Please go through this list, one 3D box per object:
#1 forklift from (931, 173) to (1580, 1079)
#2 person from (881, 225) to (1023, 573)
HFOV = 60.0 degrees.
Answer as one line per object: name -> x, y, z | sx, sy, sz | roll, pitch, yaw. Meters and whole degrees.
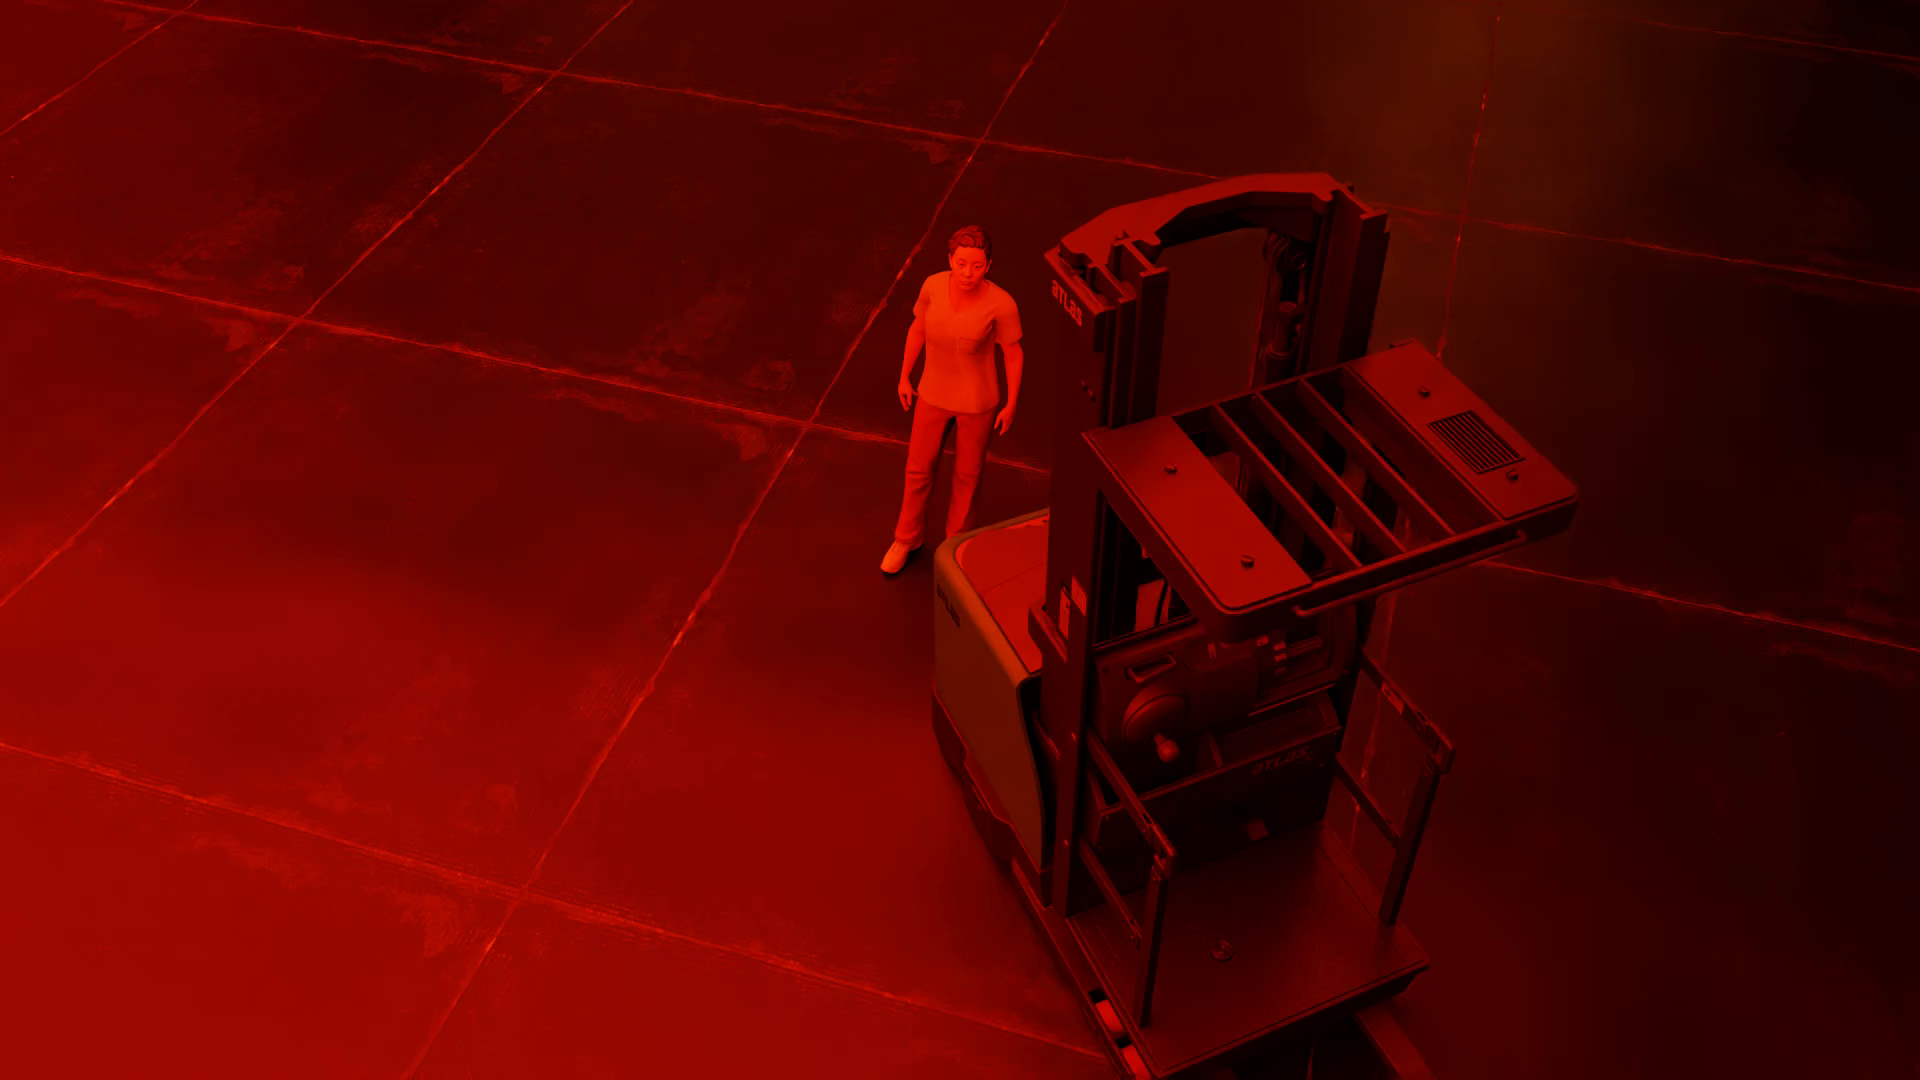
forklift -> 0.946, 0.502, 5.149 | 1.130, 2.935, 3.031 | -17, 46, -17
person -> -0.033, -0.573, 7.216 | 0.555, 1.674, 0.548 | 12, 44, 13
